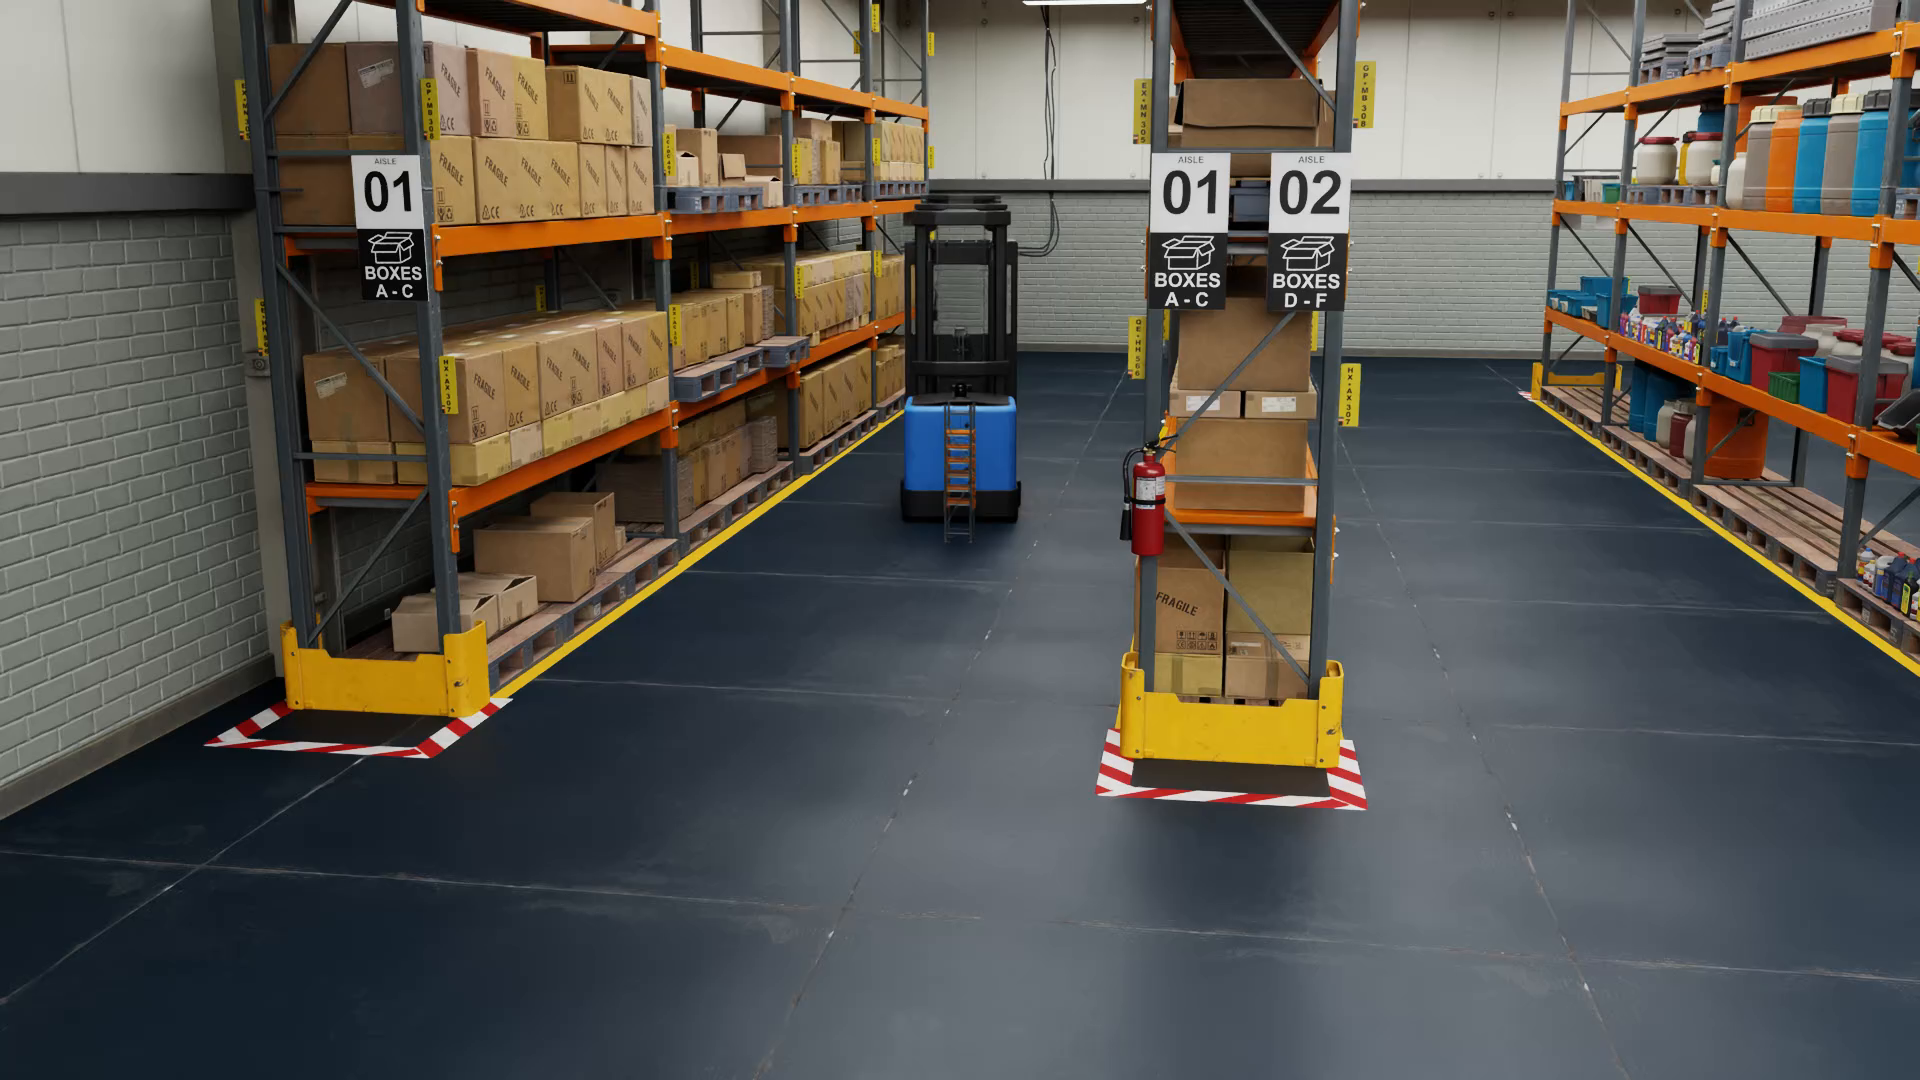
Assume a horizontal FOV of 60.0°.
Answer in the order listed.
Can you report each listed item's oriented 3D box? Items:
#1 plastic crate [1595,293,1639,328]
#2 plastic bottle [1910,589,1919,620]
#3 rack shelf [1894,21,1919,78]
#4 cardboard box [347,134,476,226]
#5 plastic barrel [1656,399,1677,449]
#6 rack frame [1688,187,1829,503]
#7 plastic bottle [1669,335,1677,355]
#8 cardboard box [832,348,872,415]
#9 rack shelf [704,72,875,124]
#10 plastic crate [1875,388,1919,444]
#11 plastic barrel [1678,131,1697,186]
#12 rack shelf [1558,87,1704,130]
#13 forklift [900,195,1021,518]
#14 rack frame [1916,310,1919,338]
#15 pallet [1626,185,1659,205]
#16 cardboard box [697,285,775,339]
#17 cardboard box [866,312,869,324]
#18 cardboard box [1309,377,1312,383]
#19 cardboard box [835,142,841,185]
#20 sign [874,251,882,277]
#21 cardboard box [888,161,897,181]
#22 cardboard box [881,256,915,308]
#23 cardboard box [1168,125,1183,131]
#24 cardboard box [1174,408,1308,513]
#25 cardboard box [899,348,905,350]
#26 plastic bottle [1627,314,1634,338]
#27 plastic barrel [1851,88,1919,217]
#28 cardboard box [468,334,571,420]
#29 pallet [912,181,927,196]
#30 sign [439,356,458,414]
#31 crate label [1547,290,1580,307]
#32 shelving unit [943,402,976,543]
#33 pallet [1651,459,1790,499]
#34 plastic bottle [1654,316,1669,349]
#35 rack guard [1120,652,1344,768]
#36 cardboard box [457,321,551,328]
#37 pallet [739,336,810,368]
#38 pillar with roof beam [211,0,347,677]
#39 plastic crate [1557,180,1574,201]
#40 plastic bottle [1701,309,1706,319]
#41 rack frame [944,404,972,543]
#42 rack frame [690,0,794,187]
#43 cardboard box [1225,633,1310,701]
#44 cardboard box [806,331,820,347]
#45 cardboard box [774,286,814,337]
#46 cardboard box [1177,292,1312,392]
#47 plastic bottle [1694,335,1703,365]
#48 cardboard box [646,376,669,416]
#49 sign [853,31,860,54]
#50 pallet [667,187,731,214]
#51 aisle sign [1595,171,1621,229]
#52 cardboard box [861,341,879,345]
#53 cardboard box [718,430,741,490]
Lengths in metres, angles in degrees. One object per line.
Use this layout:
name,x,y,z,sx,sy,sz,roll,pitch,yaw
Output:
plastic crate,7.946,-2.775,20.147,0.392,0.384,0.575,2,12,9
plastic bottle,6.351,0.425,11.001,0.097,0.201,0.097,0,12,0
rack shelf,6.673,-2.949,9.476,1.077,0.370,4.000,2,12,9
cardboard box,-3.125,-2.055,9.505,0.500,0.500,0.500,2,12,10
plastic barrel,7.827,-1.260,18.128,0.421,0.512,0.421,0,12,0
rack frame,7.596,-1.813,15.786,1.000,3.000,0.127,2,12,9
plastic bottle,7.413,-2.027,17.251,0.097,0.201,0.097,0,12,0
cardboard box,-1.549,-1.982,20.674,0.750,0.750,0.750,2,12,9
rack shelf,-1.886,-4.936,18.693,1.077,0.370,4.000,2,12,9
plastic crate,6.775,-0.845,11.442,0.767,0.338,0.504,2,12,9
plastic barrel,8.271,-4.213,18.357,0.600,0.588,0.600,0,12,0
rack shelf,8.519,-5.447,21.067,1.077,0.370,4.000,2,12,9
forklift,0.011,-1.894,16.326,1.130,2.935,3.031,0,12,0
rack frame,13.720,-3.318,22.769,1.000,3.000,0.127,2,12,9
pallet,8.187,-3.853,18.581,1.213,0.211,1.003,2,12,9
cardboard box,-2.255,-2.300,16.763,0.700,0.500,0.500,0,12,2
cardboard box,-1.350,-2.774,20.794,0.380,0.149,0.250,2,12,9
cardboard box,1.823,-0.857,9.571,0.380,0.149,0.250,2,12,9
cardboard box,-1.822,-4.517,19.933,0.700,0.500,0.500,1,12,6
sign,-1.040,-3.478,20.953,0.100,0.325,0.005,2,12,9
cardboard box,-1.119,-4.855,21.902,0.500,0.250,0.500,2,12,7
cardboard box,-1.132,-3.688,23.772,0.980,0.700,0.700,2,12,8
cardboard box,1.474,-2.369,10.130,0.500,0.311,0.500,3,13,15
cardboard box,1.556,-0.455,9.245,0.700,0.500,0.500,2,12,9
cardboard box,-1.048,-2.530,24.047,0.700,0.500,0.500,2,12,8
plastic bottle,7.698,-2.448,19.036,0.097,0.271,0.097,0,12,0
plastic barrel,6.845,-2.805,12.077,0.600,0.901,0.708,2,12,9
cardboard box,-2.882,-1.071,10.872,0.500,0.500,0.500,1,12,7
pallet,-1.066,-5.068,23.978,1.003,0.211,1.213,2,12,9
sign,-2.887,-0.874,9.375,0.100,0.325,0.005,2,12,9
crate label,8.463,-3.385,23.336,0.416,0.233,0.303,2,12,9
shelving unit,-0.002,-0.584,14.353,0.258,1.200,0.189,2,12,9
pallet,7.676,-0.615,16.847,1.003,0.211,1.213,2,12,9
plastic bottle,7.527,-2.223,17.805,0.144,0.351,0.185,2,12,9
rack guard,1.468,0.918,9.047,1.175,0.500,0.348,2,12,9
cardboard box,-3.252,-1.302,11.944,0.500,0.500,0.500,2,12,10
pallet,-2.197,-1.888,16.591,1.213,0.211,1.003,2,12,9
pillar with roof beam,0.083,-3.436,9.075,9.100,9.000,0.400,2,12,9
plastic crate,8.492,-4.810,22.881,0.497,0.269,0.590,2,12,9
plastic bottle,8.393,-2.420,18.718,0.144,0.351,0.185,2,12,9
rack frame,-0.016,-0.564,14.265,0.240,1.200,0.006,2,12,9
rack frame,-2.193,-5.067,16.643,1.000,3.000,0.127,2,12,9
cardboard box,1.774,0.726,9.537,0.500,0.250,0.500,2,12,9
cardboard box,-1.742,-2.187,18.069,0.380,0.149,0.250,2,12,10
cardboard box,-1.866,-2.431,17.662,0.500,0.500,0.500,2,12,10
cardboard box,1.564,-1.100,9.160,0.700,0.500,0.500,2,12,9
plastic bottle,7.237,-1.854,16.253,0.061,0.283,0.133,2,12,9
cardboard box,-2.582,-1.129,12.922,0.500,0.250,0.500,2,12,9
sign,-1.510,-7.285,24.345,0.100,0.325,0.005,2,12,9
pallet,-2.608,-2.801,13.696,1.213,0.211,1.003,2,12,9
aisle sign,9.127,-4.755,23.265,0.394,0.787,0.004,2,12,9
cardboard box,-1.343,-2.719,23.388,0.380,0.149,0.250,2,12,9
cardboard box,-2.495,-0.768,15.825,0.700,0.500,0.500,2,12,8
